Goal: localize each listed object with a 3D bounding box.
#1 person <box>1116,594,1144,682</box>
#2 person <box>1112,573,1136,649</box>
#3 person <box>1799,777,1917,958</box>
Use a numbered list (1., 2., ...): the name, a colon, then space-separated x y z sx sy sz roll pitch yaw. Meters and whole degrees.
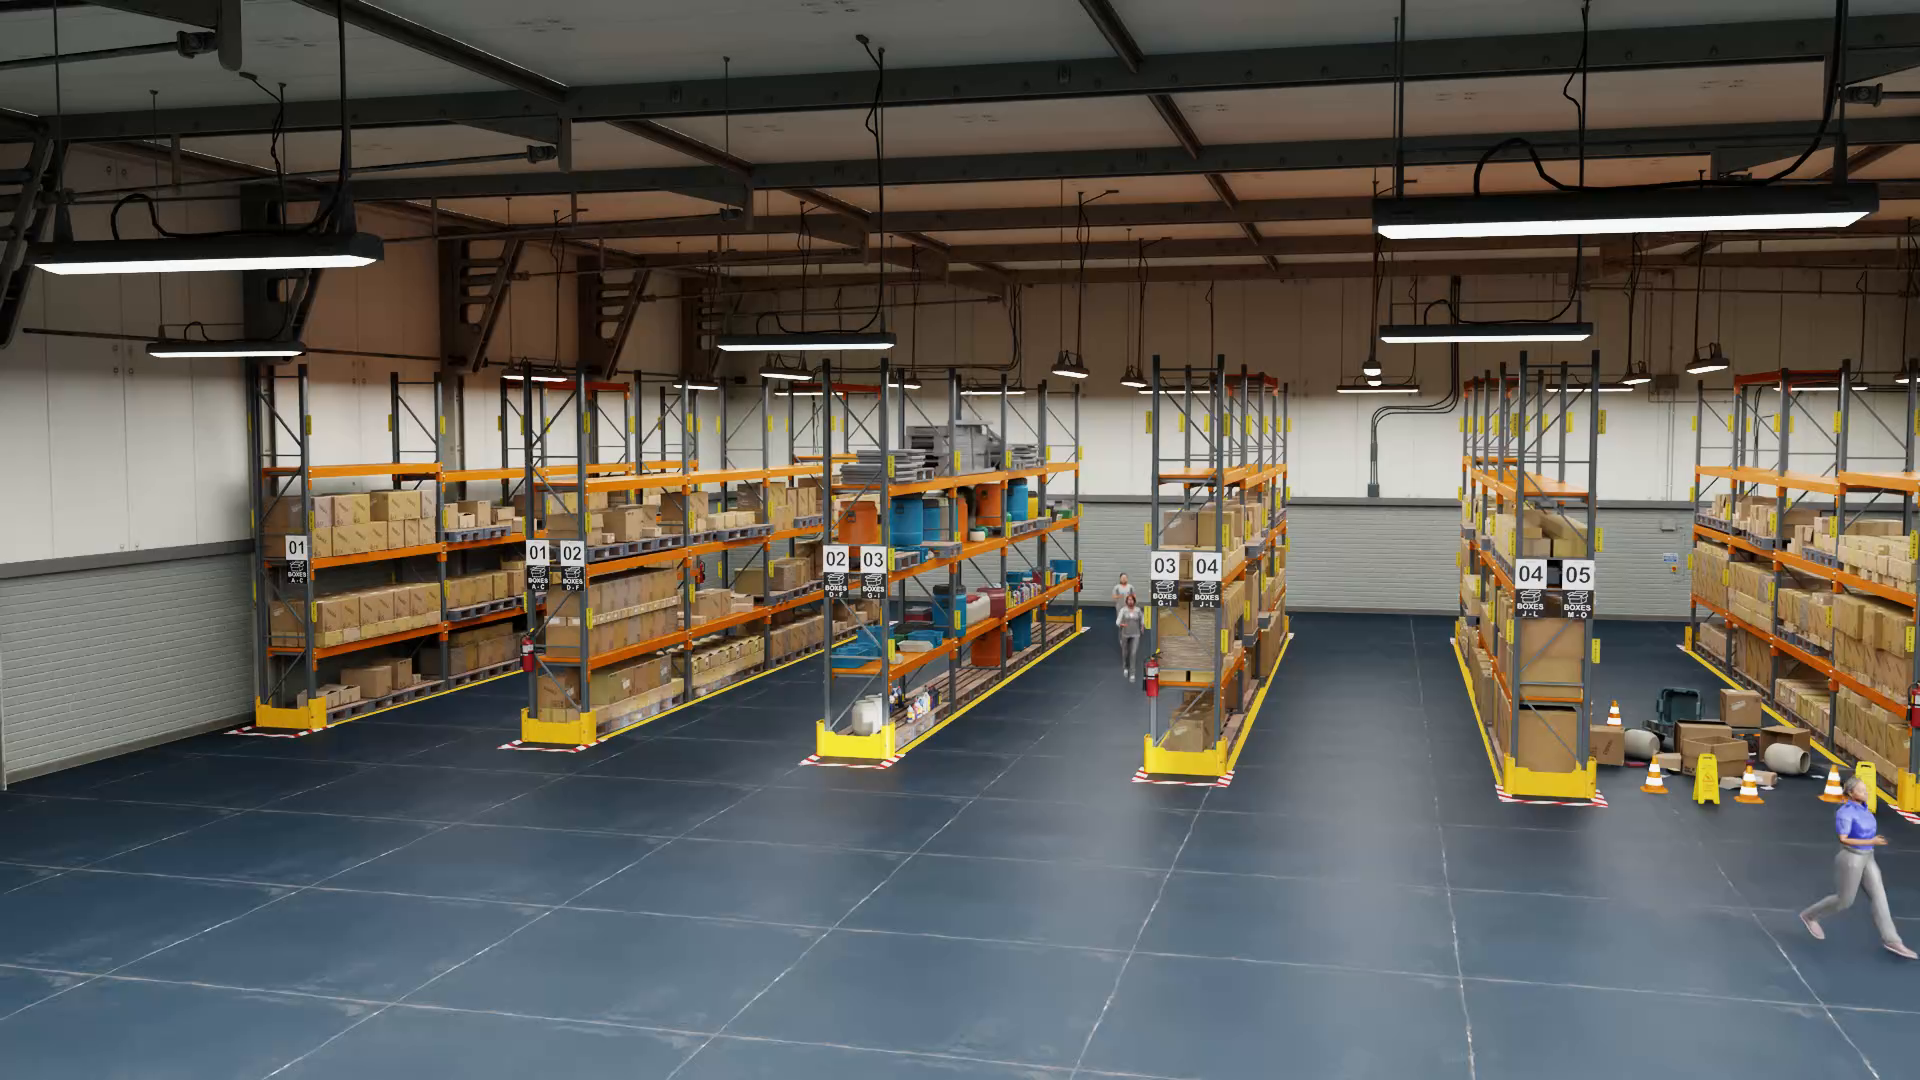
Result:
1. person: 3.160 1.798 30.730 0.551 1.586 0.761 0 4 4
2. person: 3.684 1.589 37.363 0.546 1.717 0.720 0 4 3
3. person: 8.549 3.059 15.784 0.589 1.608 1.034 -2 5 -32
